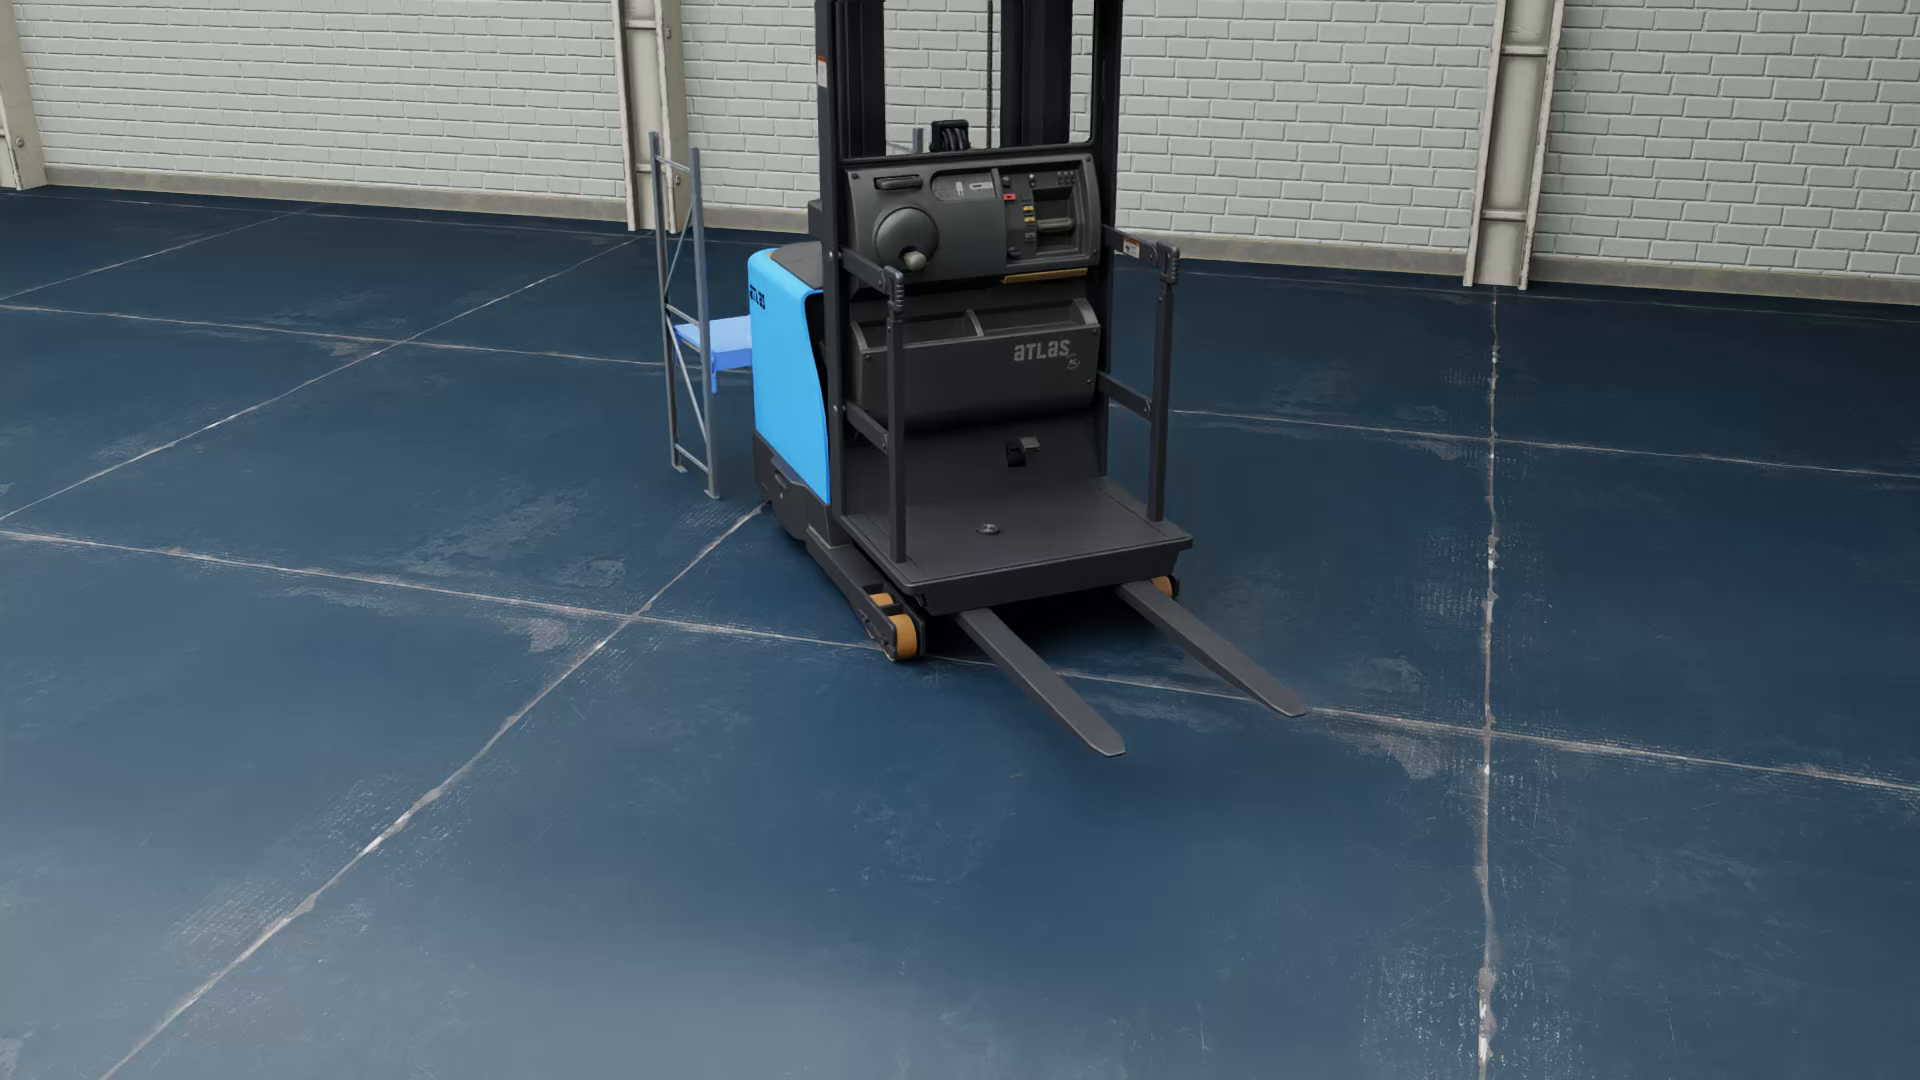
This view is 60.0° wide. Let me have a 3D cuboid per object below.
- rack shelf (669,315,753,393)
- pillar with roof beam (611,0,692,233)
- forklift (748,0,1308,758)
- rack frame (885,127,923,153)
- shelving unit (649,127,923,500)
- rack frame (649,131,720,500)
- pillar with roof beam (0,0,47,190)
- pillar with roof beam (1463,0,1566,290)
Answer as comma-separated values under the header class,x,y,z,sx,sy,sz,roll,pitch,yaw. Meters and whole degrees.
class,x,y,z,sx,sy,sz,roll,pitch,yaw
rack shelf,-0.739,-0.884,7.422,1.000,0.185,0.538,-12,25,-27
pillar with roof beam,-3.487,-4.943,6.962,0.400,9.000,9.100,7,23,16
forklift,0.144,-1.118,5.634,1.130,2.935,3.031,-9,24,-21
rack frame,-0.298,-1.146,7.589,0.032,1.500,0.500,-12,25,-27
shelving unit,-0.739,-1.050,7.354,1.048,1.500,0.538,-12,25,-27
rack frame,-1.179,-0.954,7.120,0.032,1.500,0.500,-12,25,-27
pillar with roof beam,-9.231,-5.600,8.566,0.400,9.000,9.100,7,23,16
pillar with roof beam,2.257,-4.285,5.359,0.400,9.000,9.100,7,23,16
